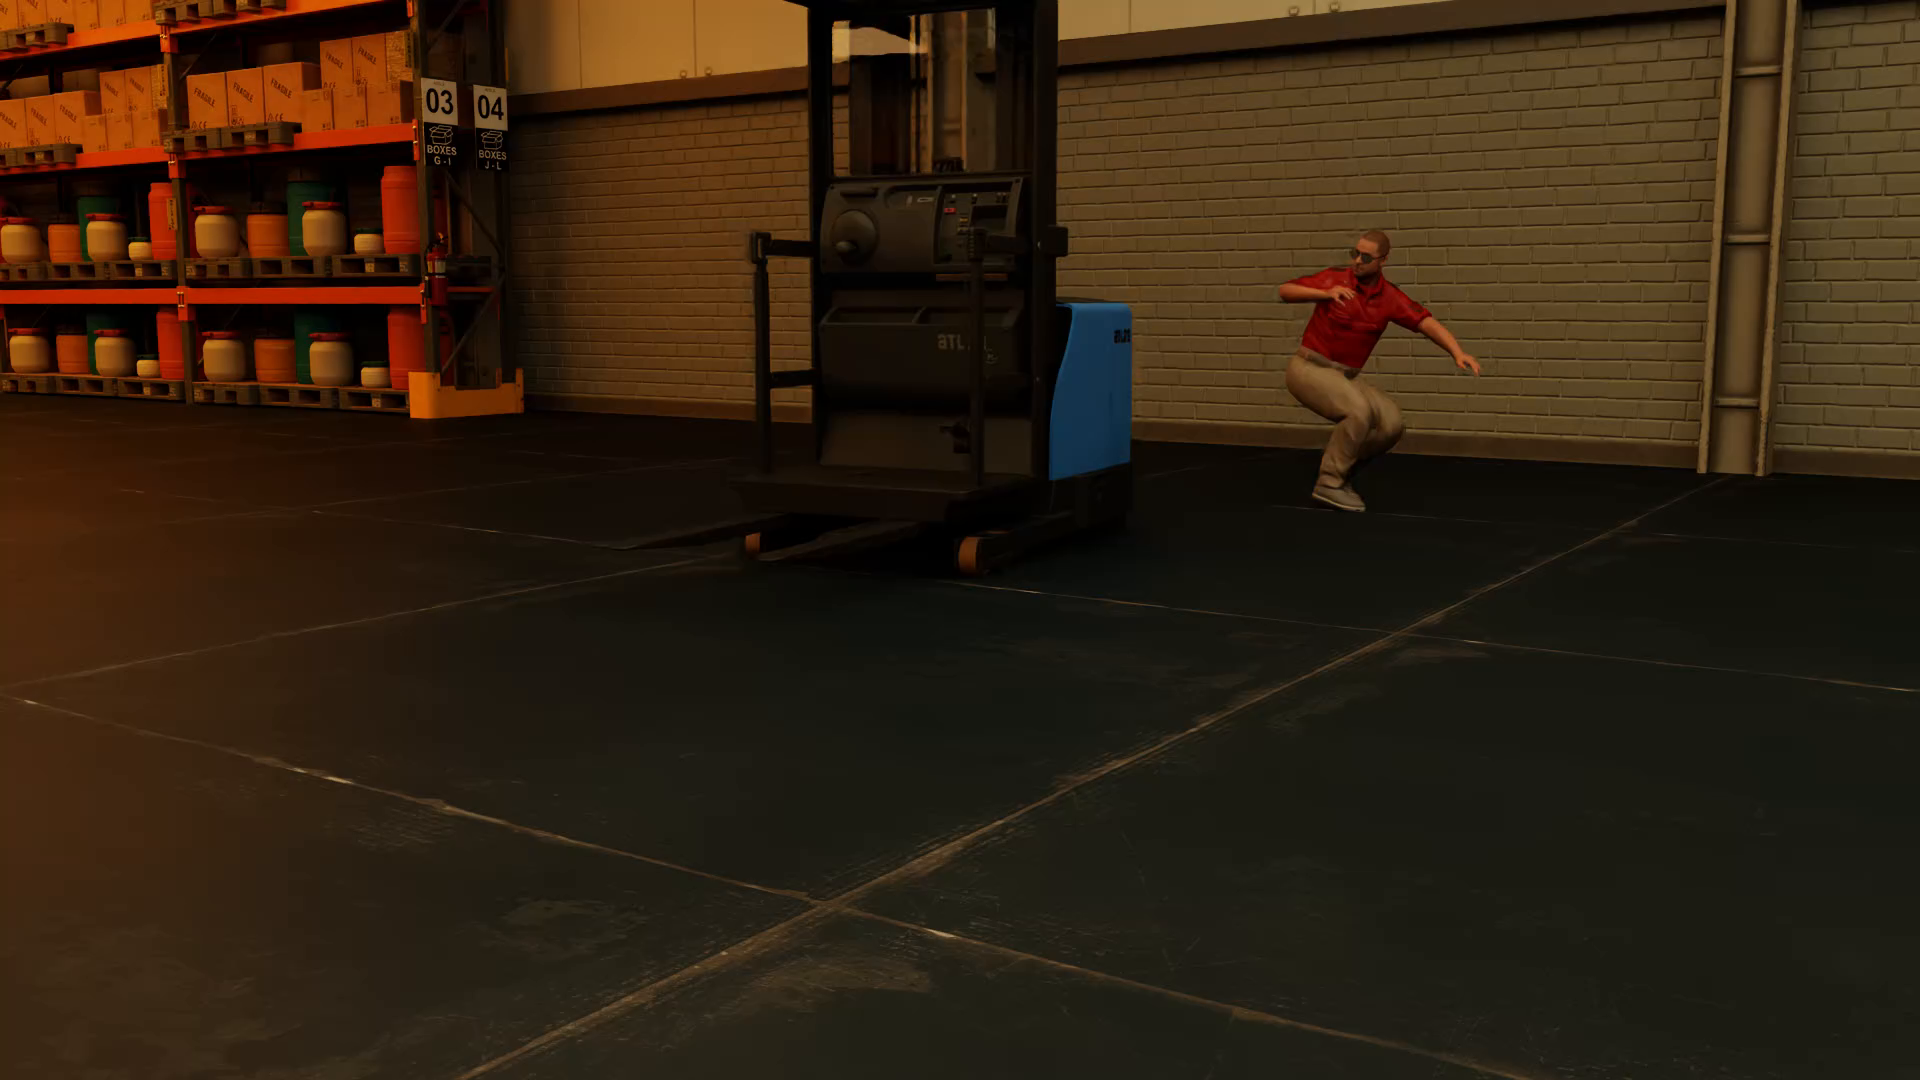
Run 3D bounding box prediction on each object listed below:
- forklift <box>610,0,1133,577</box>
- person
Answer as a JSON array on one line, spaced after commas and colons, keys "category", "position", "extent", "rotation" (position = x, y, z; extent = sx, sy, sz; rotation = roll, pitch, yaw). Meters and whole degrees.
[{"category": "forklift", "position": [-0.262, -1.373, 6.848], "extent": [1.130, 2.935, 3.031], "rotation": [4, 9, 26]}, {"category": "person", "position": [2.136, -0.870, 8.696], "extent": [0.790, 1.478, 0.967], "rotation": [-5, 10, -33]}]
